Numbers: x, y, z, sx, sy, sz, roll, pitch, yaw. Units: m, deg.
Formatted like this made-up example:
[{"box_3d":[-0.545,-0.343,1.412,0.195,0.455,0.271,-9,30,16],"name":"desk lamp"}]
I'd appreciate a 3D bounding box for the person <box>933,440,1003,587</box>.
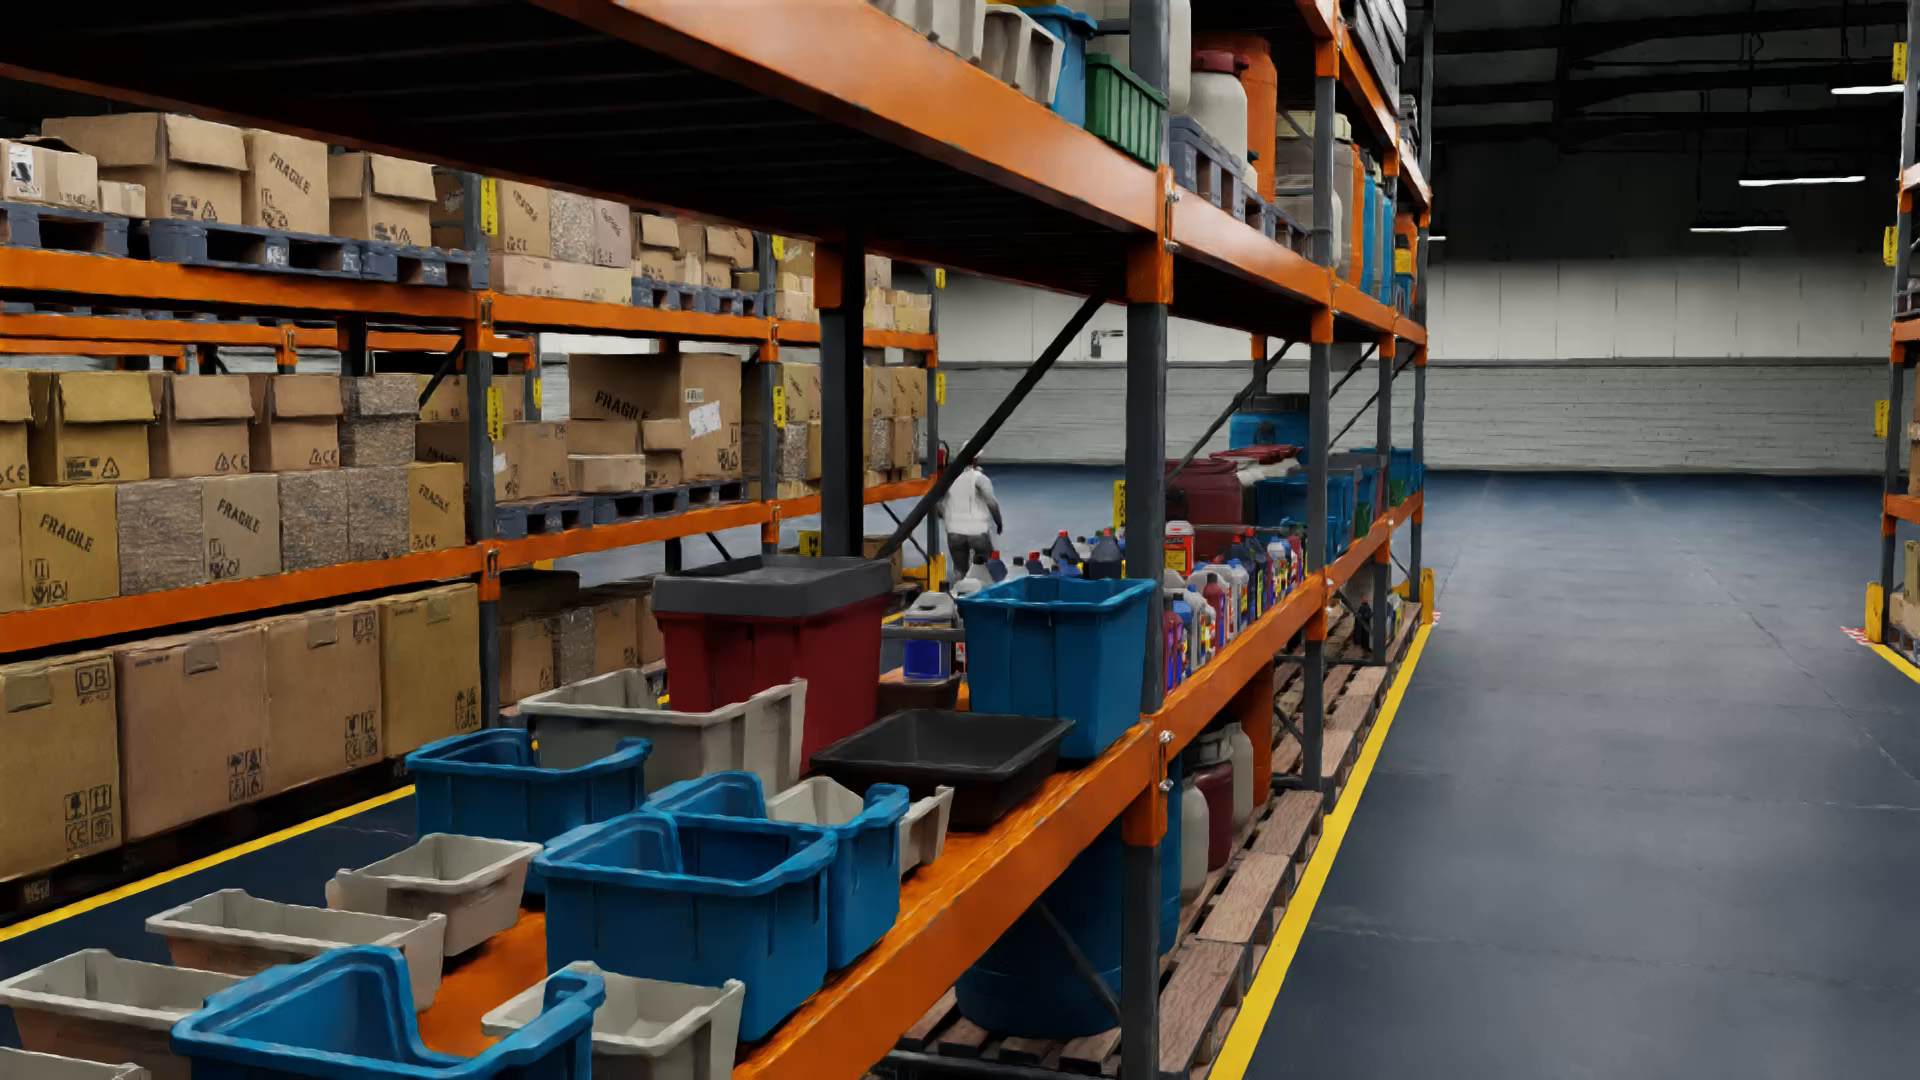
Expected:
[{"box_3d":[0.082,-0.101,16.094,0.716,1.738,0.503,2,5,17],"name":"person"}]
